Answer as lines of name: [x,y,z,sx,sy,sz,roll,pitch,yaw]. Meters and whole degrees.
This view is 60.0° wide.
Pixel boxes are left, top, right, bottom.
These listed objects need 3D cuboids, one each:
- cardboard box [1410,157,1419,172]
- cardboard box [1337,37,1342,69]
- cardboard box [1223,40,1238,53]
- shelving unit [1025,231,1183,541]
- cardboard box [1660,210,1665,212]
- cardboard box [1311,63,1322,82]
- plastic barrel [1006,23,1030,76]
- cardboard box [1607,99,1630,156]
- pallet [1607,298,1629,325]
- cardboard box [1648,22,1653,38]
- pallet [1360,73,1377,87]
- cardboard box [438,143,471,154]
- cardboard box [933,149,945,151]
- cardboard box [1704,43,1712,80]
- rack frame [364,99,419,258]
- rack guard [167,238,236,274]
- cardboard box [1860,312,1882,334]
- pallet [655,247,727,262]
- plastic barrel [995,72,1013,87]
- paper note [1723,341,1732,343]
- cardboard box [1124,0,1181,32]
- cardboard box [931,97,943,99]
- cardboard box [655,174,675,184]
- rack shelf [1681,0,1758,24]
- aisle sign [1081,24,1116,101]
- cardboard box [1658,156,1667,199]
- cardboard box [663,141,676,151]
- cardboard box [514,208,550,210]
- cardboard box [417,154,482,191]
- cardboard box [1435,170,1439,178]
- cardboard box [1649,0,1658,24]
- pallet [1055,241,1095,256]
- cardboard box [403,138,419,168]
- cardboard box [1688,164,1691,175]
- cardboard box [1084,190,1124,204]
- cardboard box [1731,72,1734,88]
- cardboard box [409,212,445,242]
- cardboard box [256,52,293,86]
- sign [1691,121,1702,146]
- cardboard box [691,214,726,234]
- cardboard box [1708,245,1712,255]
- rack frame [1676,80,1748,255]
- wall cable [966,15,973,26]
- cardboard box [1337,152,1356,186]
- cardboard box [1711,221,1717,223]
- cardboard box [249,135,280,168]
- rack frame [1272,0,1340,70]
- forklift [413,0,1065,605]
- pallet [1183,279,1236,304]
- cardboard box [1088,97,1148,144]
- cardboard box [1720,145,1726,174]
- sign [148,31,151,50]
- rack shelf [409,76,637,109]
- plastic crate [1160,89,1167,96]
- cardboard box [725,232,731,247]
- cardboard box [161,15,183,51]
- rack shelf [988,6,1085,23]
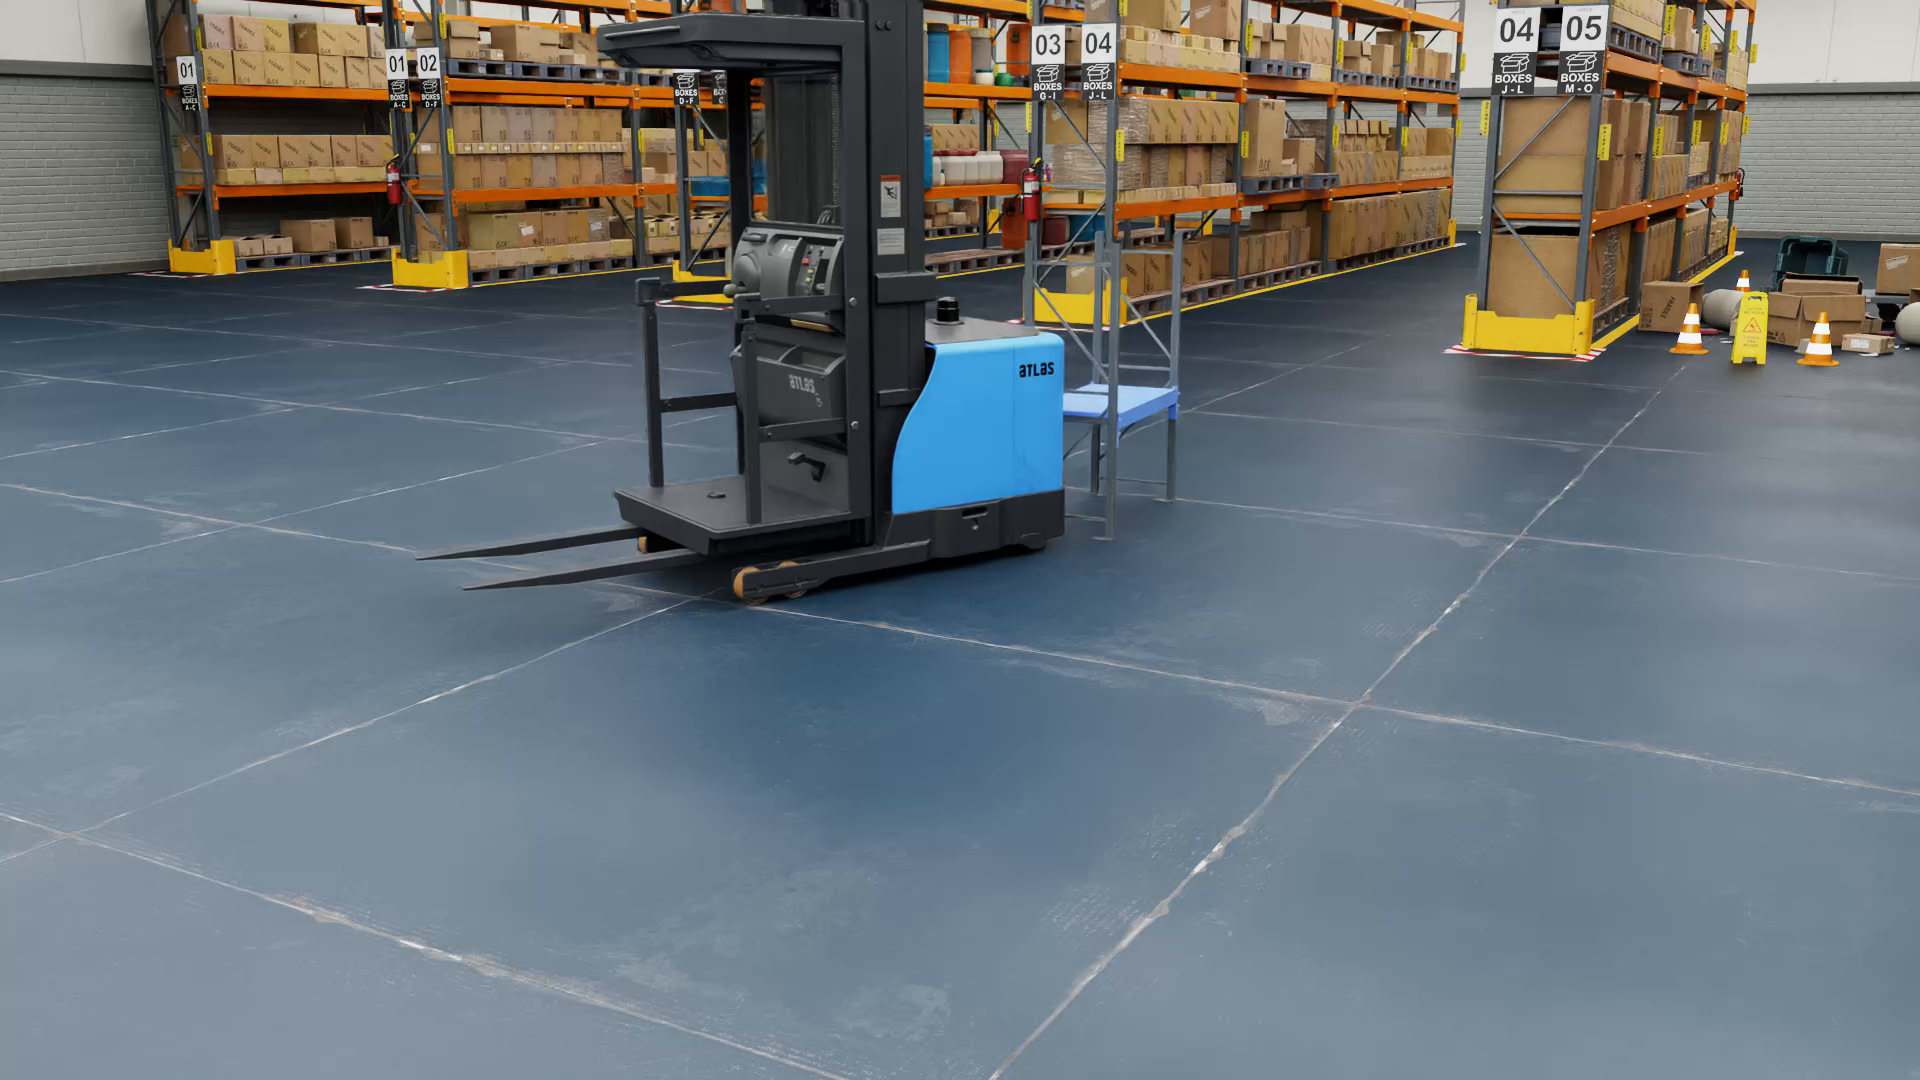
cardboard box: [7.755,-6.613,29.250,0.500,0.250,0.500,7,15,28]
cardboard box: [5.352,-7.398,25.305,0.797,0.503,0.637,8,16,31]
cardboard box: [3.283,-6.212,20.968,0.380,0.149,0.250,8,16,30]
shelving unit: [0.774,-0.859,8.896,0.538,1.500,1.048,6,15,24]
cardboard box: [10.253,-4.809,24.917,0.500,0.250,0.500,8,16,30]
cardboard box: [4.877,-6.709,23.883,0.500,0.250,0.500,7,15,28]
plastic barrel: [1.062,-8.101,27.524,0.600,0.830,0.708,7,15,28]
cardboard box: [6.334,-4.221,17.018,0.875,0.550,0.550,7,15,28]
pallet: [7.044,-2.646,19.061,1.003,0.211,1.213,7,15,28]
cardboard box: [7.215,-5.470,17.848,0.380,0.149,0.250,7,15,28]
pallet: [5.923,-7.287,26.362,1.003,0.211,1.213,8,16,31]
cardboard box: [-7.039,-5.454,23.161,0.380,0.149,0.250,7,15,28]
cardboard box: [-0.642,-7.826,34.384,0.500,0.500,0.500,7,15,28]
cardboard box: [10.158,-6.667,23.175,0.500,0.500,0.500,7,15,28]
rack frame: [-9.821,-6.416,28.745,1.000,3.000,0.127,7,15,28]
rack guard: [-11.718,-4.395,25.698,1.175,0.500,0.348,7,15,28]
cardboard box: [9.589,-2.356,17.740,0.258,0.266,0.396,-3,14,-11]
pallet: [-4.572,-4.906,28.434,1.003,0.211,1.213,7,15,28]
plastic barrel: [0.710,-7.440,26.925,0.294,0.245,0.294,0,14,0]
paper note: [7.770,-2.005,16.789,0.142,0.017,0.144,-12,18,-40]
cardboard box: [2.207,-6.080,19.037,0.500,0.500,0.500,7,15,28]
cardboard box: [-0.676,-9.158,34.040,0.500,0.250,0.500,7,15,28]
cardboard box: [-4.876,-5.892,27.107,0.380,0.149,0.250,7,15,28]
rack shelf: [12.314,-8.766,27.236,1.077,0.370,4.000,7,15,28]
aisle sign: [1.486,-5.128,17.859,0.394,0.787,0.004,7,15,28]
cardboard box: [8.213,-4.379,20.084,0.500,0.500,0.500,8,15,28]
cardboard box: [-6.194,-8.031,34.554,0.500,0.500,0.500,8,15,28]
cardboard box: [-6.465,-4.822,25.507,0.500,0.500,0.500,7,15,28]
cardboard box: [-7.180,-5.177,23.395,0.700,0.500,0.500,7,15,28]
cardboard box: [8.612,-6.752,30.675,0.380,0.149,0.250,7,15,27]
cardboard box: [7.222,-5.698,17.945,0.500,0.250,0.500,7,15,28]
pallet: [1.720,-5.174,29.545,1.003,0.211,1.213,7,15,28]
cardboard box: [-9.546,-6.779,29.099,0.700,0.500,0.500,7,15,28]
cardboard box: [10.196,-5.287,23.703,0.380,0.149,0.250,8,16,31]
cardboard box: [1.600,-3.821,18.517,0.380,0.149,0.250,7,15,28]
cardboard box: [12.036,-7.345,26.519,0.500,0.250,0.500,7,15,27]
cardboard box: [-9.480,-5.567,29.620,0.700,0.500,0.500,8,16,30]
cardboard box: [-10.836,-7.365,26.026,0.500,0.500,0.500,8,16,31]
sign: [9.901,-5.471,22.355,0.100,0.325,0.005,7,15,28]
cardboard box: [-4.323,-5.367,28.171,0.500,0.311,0.500,8,16,30]
cardboard box: [11.805,-4.647,26.596,0.380,0.149,0.250,7,15,26]
rack frame: [13.281,-6.611,29.556,1.000,3.000,0.127,7,15,28]
wall cable: [1.395,-13.553,41.400,3.097,2.526,0.112,7,15,28]
cardboard box: [5.841,-5.776,25.879,0.500,0.500,0.500,7,15,27]
cardboard box: [12.473,-5.263,27.881,0.380,0.149,0.250,7,15,28]
cardboard box: [-11.014,-6.060,25.949,0.500,0.500,0.500,7,15,28]
rack frame: [5.121,-8.469,24.462,1.000,3.000,0.127,7,15,28]
forklift: [-0.972,-1.278,7.582,3.031,2.935,1.130,-9,16,-34]
pallet: [2.893,-3.235,21.500,1.003,0.211,1.213,7,15,28]
cardboard box: [1.758,-4.673,18.533,0.500,0.500,0.500,7,15,28]
cardboard box: [12.040,-6.159,26.833,0.500,0.500,0.500,7,15,28]
sign: [-12.231,-7.551,25.163,0.100,0.325,0.005,7,15,28]
rack shelf: [-6.450,-6.553,24.451,1.077,0.370,4.000,7,15,28]
plastic crate: [3.870,-8.633,32.105,0.437,0.136,0.530,7,15,28]
cardboard box: [-4.082,-5.199,28.668,0.500,0.250,0.500,8,16,29]
cardboard box: [-11.776,-7.716,25.348,0.500,0.500,0.500,8,16,31]
rack shelf: [1.752,-8.896,28.623,1.077,0.370,4.000,7,15,28]
